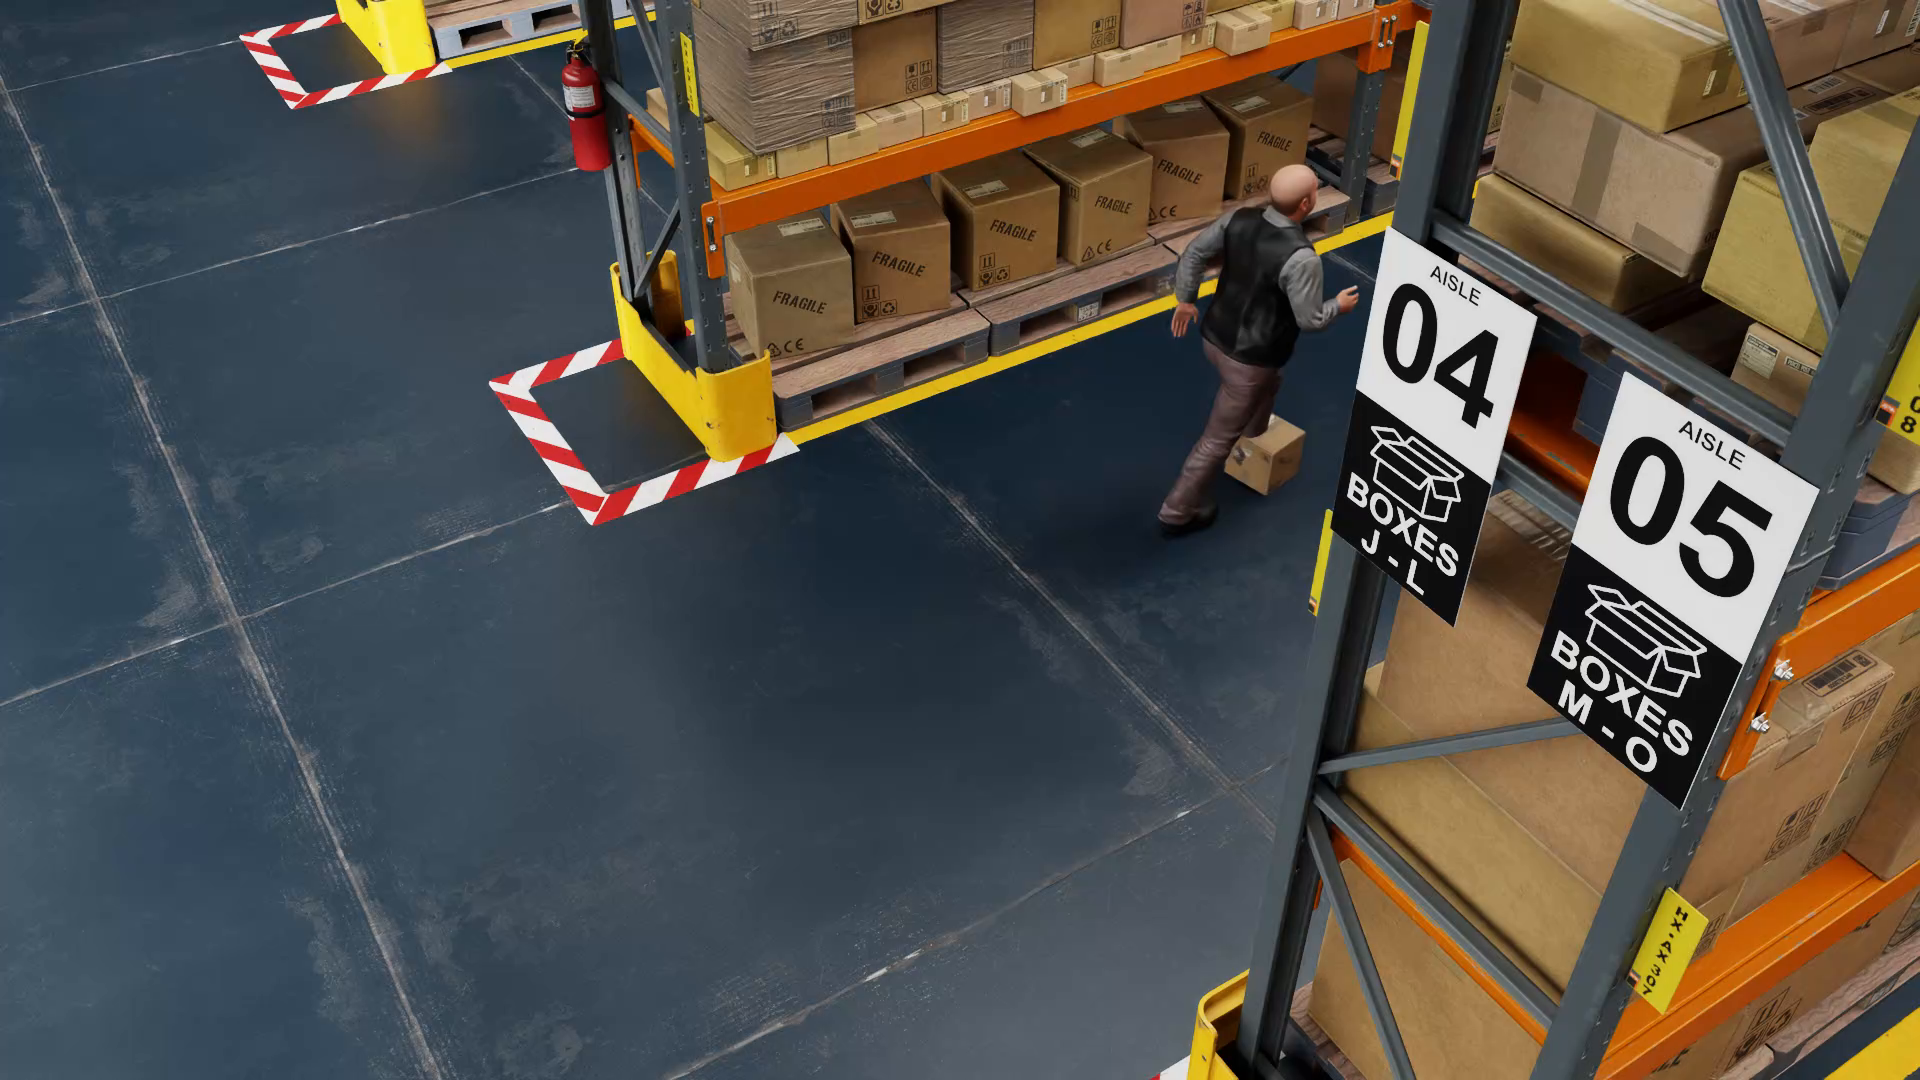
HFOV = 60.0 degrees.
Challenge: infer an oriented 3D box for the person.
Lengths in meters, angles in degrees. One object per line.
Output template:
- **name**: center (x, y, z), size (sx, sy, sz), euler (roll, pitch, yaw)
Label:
- **person**: center (1.254, -0.844, 7.199), size (0.899, 1.646, 0.679), euler (-18, 44, -20)
